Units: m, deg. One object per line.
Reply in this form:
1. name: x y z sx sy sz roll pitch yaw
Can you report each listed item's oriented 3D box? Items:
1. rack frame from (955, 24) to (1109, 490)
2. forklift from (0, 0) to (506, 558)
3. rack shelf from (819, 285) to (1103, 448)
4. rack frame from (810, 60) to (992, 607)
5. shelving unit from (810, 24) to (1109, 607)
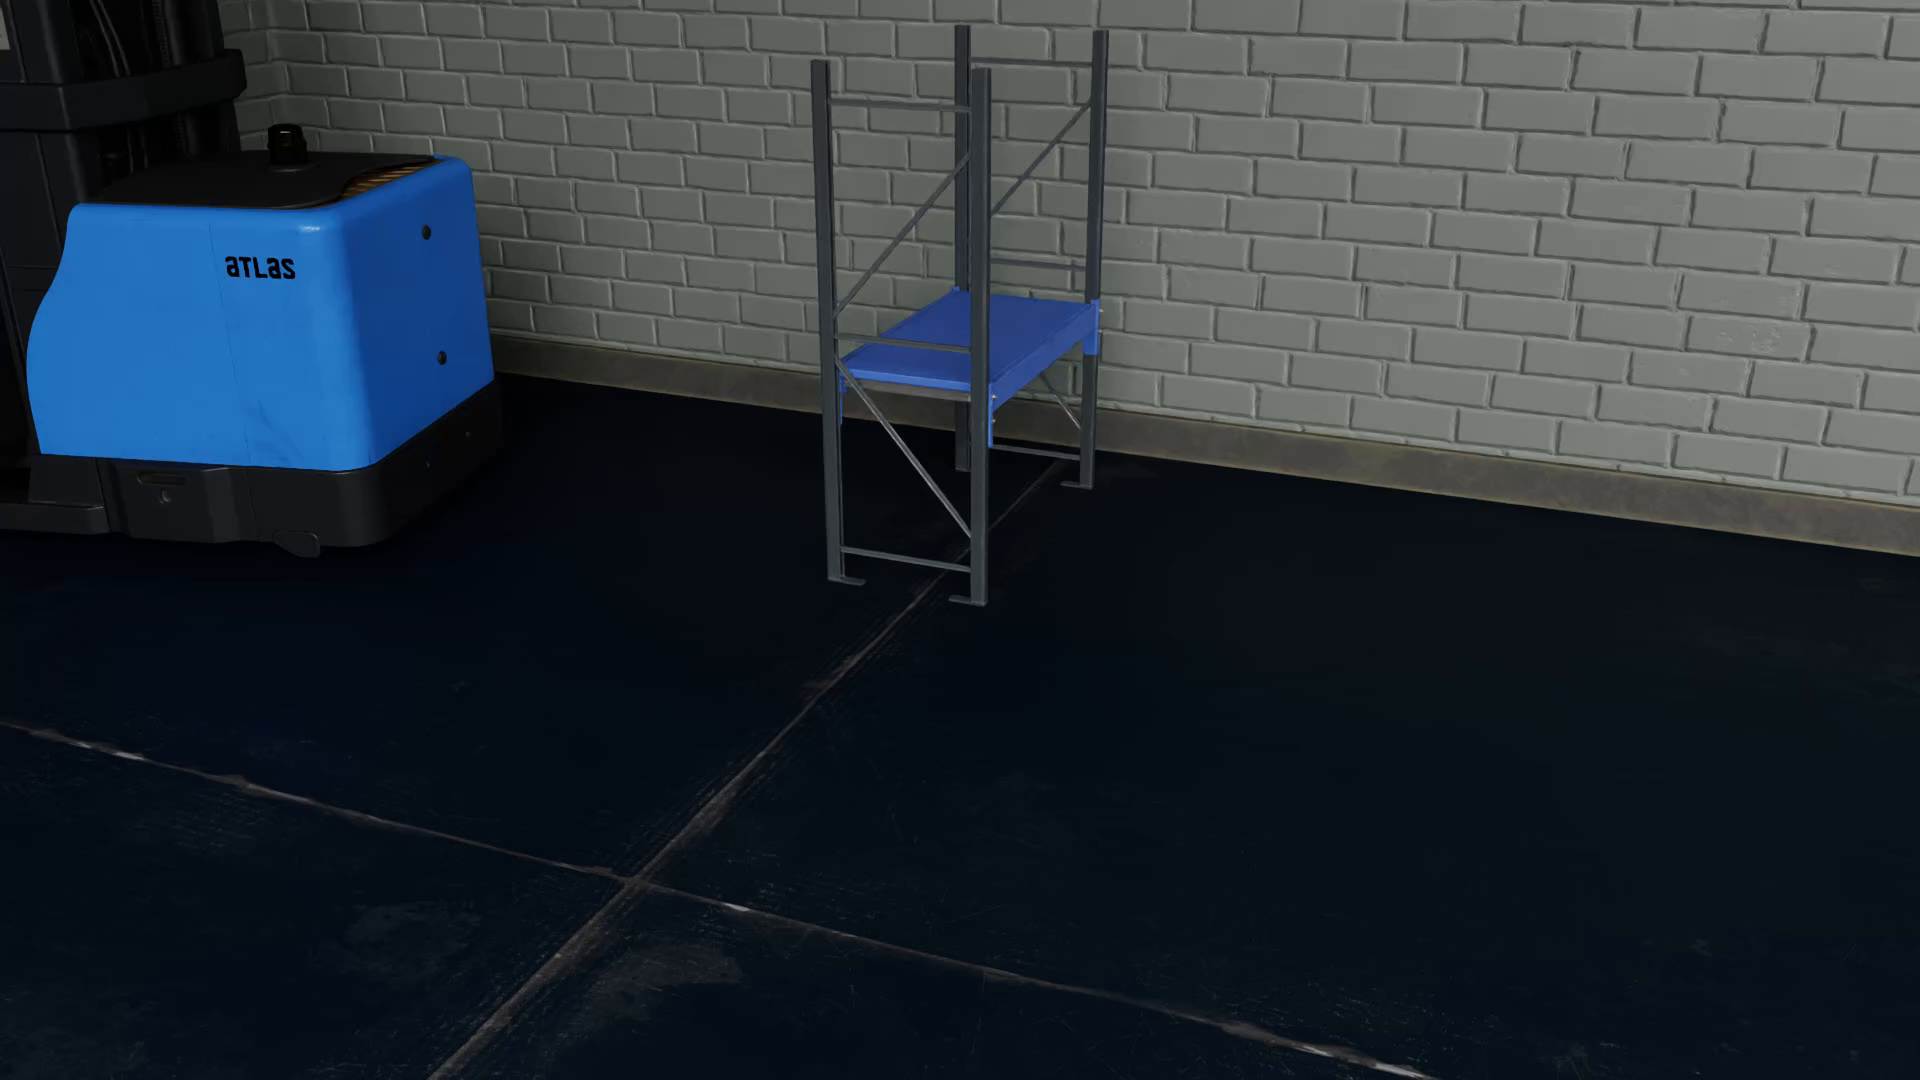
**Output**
1. rack frame: 0.221 -0.904 5.470 0.500 1.500 0.032 9 24 20
2. forklift: -3.167 -1.550 5.158 3.031 2.935 1.130 4 23 8
3. rack shelf: 0.032 -0.557 5.103 0.538 0.185 1.000 9 24 20
4. rack frame: -0.157 -0.541 4.598 0.500 1.500 0.032 9 24 20
5. shelving unit: 0.032 -0.723 5.034 0.538 1.500 1.048 9 24 20
